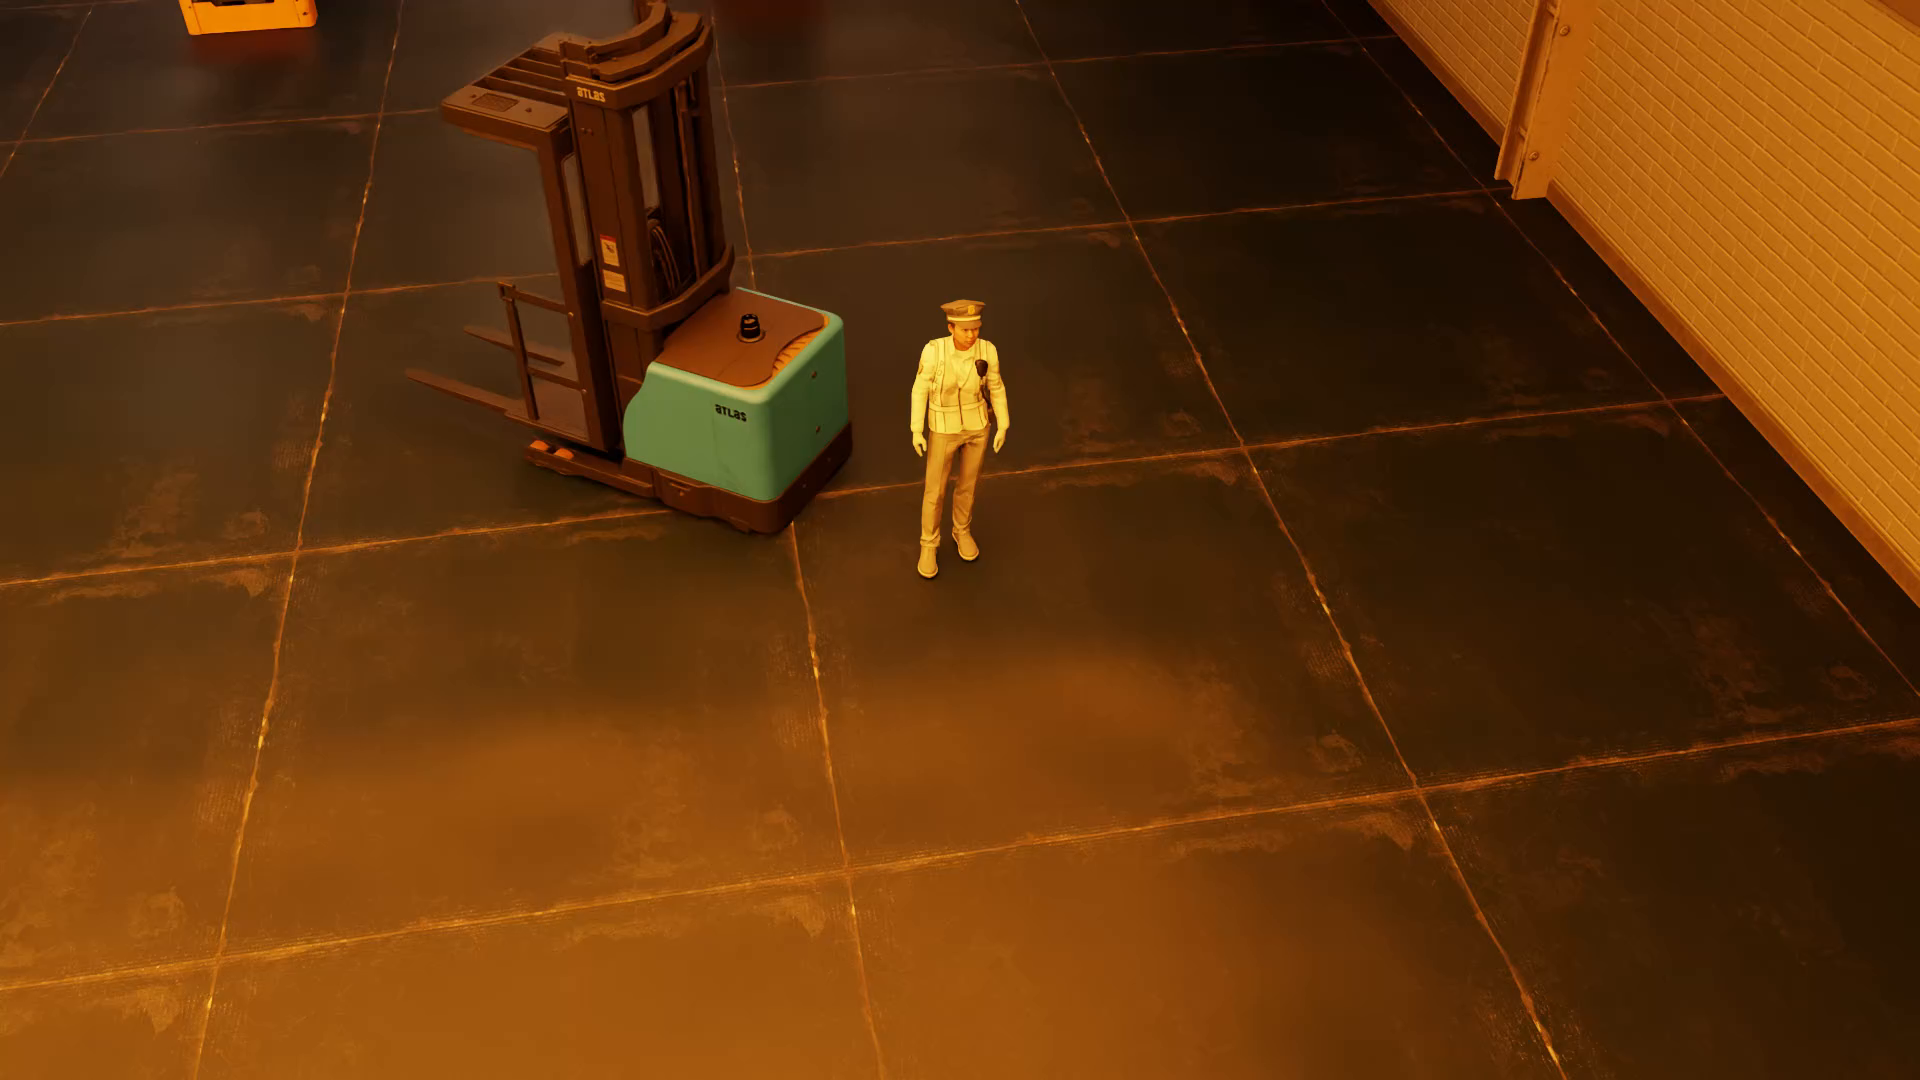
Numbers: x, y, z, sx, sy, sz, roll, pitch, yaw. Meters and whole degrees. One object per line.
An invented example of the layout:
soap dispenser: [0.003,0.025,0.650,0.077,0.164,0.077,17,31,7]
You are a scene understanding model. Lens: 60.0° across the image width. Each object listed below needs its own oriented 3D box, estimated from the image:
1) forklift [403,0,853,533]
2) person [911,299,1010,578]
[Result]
forklift: [-2.249,-1.824,10.103,3.031,2.935,1.130,18,44,20]
person: [0.006,-0.607,9.615,0.588,1.695,0.531,-7,41,-8]
